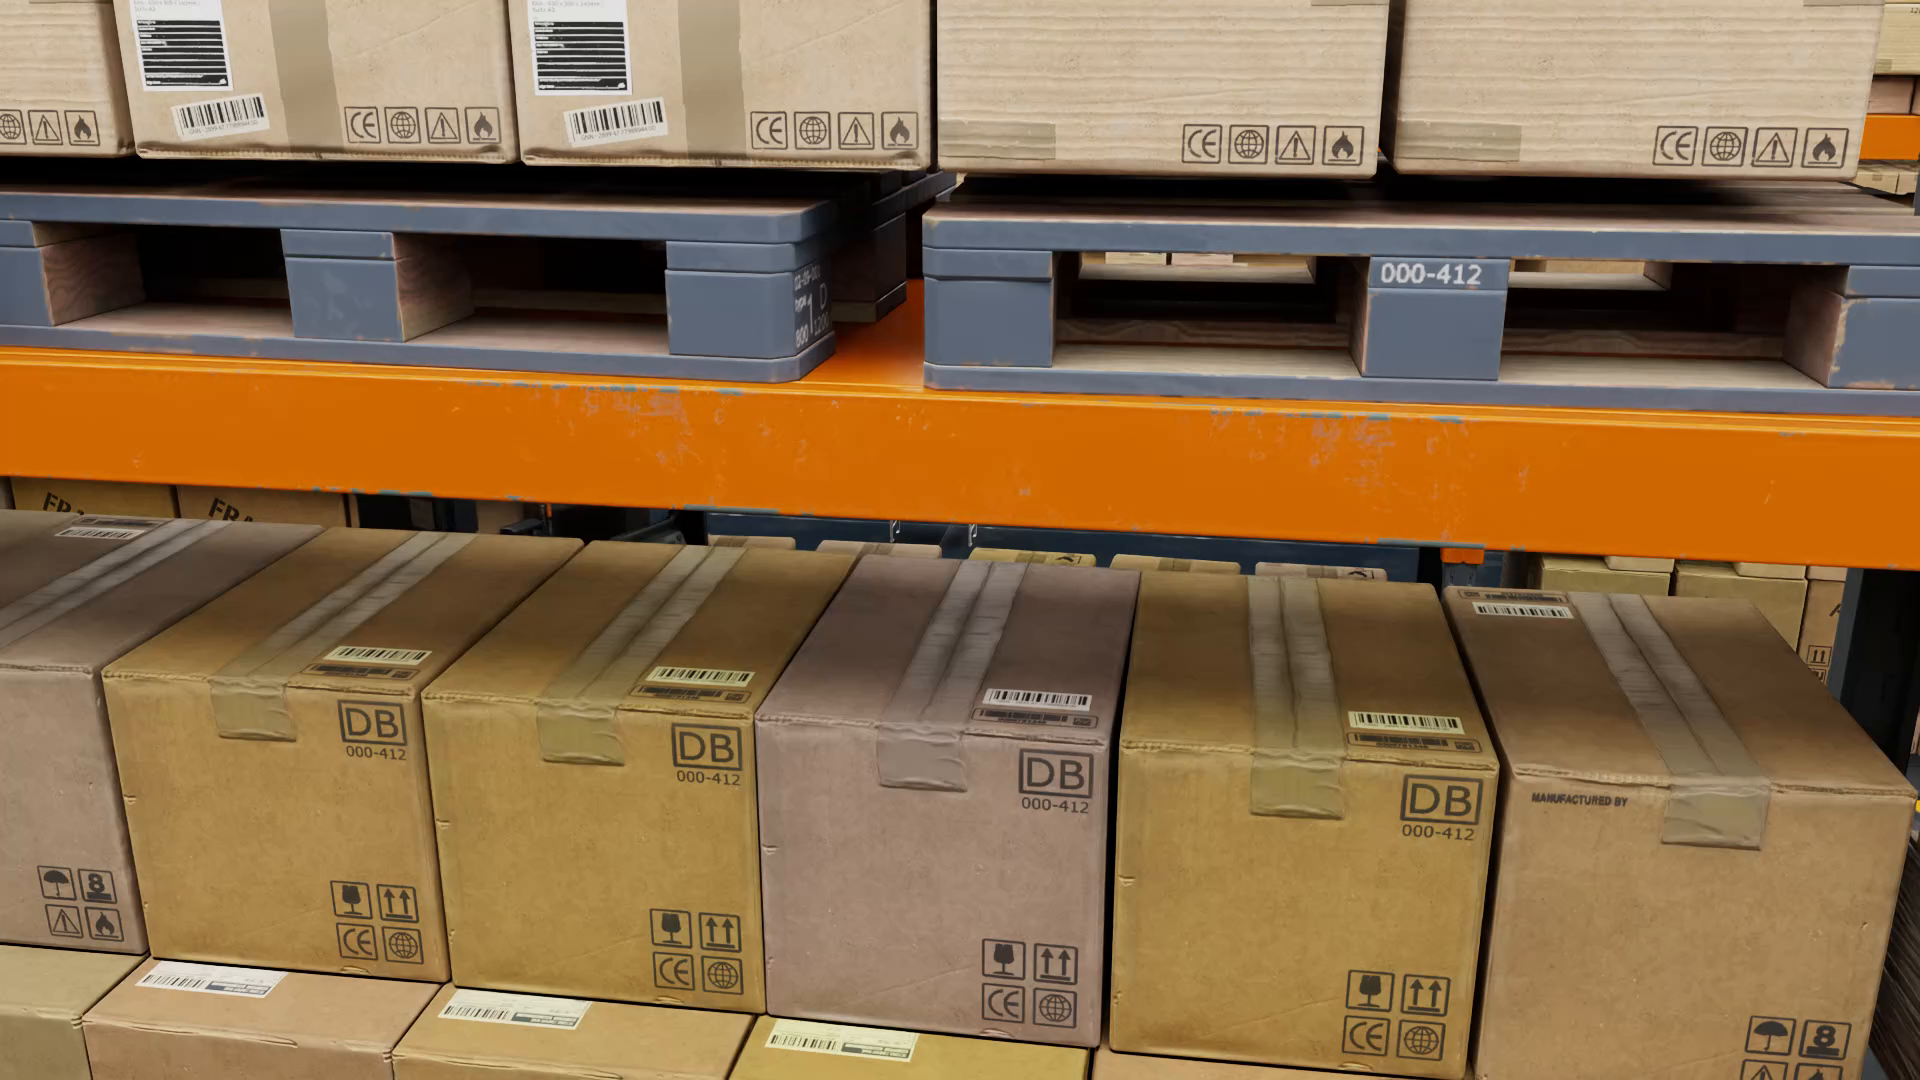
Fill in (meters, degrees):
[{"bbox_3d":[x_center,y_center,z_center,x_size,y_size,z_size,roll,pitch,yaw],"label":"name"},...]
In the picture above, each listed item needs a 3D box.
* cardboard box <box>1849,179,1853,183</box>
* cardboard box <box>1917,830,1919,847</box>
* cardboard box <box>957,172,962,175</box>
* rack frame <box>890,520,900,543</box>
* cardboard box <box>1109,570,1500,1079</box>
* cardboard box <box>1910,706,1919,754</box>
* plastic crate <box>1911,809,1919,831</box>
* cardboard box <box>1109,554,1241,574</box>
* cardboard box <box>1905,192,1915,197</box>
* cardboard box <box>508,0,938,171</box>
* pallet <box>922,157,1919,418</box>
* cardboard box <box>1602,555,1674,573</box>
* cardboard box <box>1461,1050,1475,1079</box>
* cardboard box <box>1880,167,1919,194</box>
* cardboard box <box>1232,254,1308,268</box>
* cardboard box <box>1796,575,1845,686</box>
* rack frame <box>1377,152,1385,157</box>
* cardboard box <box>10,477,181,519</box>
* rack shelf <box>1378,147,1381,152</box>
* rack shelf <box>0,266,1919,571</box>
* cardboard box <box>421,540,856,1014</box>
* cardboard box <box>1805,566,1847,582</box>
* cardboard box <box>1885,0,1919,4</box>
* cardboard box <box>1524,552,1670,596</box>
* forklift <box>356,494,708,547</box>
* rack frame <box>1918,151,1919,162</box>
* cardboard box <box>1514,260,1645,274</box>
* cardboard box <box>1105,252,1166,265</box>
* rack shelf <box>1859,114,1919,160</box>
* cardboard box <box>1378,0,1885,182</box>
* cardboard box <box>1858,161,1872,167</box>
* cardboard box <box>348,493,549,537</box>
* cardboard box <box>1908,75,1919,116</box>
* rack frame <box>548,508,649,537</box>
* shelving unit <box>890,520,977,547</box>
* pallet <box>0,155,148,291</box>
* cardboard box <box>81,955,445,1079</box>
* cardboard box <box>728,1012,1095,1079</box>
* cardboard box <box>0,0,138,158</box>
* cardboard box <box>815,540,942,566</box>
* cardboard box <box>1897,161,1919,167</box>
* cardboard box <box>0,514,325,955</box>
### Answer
[{"bbox_3d":[5.798,-2.423,11.169,0.250,0.149,0.380,3,19,9],"label":"cardboard box"},{"bbox_3d":[1.871,0.424,2.370,0.550,0.550,0.875,3,19,9],"label":"cardboard box"},{"bbox_3d":[-0.093,-2.726,12.544,0.250,0.149,0.380,3,19,9],"label":"cardboard box"},{"bbox_3d":[-0.404,-0.590,10.174,0.015,1.200,0.240,3,19,9],"label":"rack frame"},{"bbox_3d":[0.513,0.408,2.623,0.500,0.500,0.700,3,19,8],"label":"cardboard box"},{"bbox_3d":[3.790,0.690,7.184,0.500,0.250,0.500,3,19,8],"label":"cardboard box"},{"bbox_3d":[3.617,1.142,6.763,0.583,0.080,0.402,-3,19,-10],"label":"plastic crate"},{"bbox_3d":[0.969,0.408,7.835,0.625,0.372,0.950,4,19,12],"label":"cardboard box"},{"bbox_3d":[4.119,-1.086,6.621,0.500,0.500,0.700,3,19,8],"label":"cardboard box"},{"bbox_3d":[-0.254,-0.668,2.167,0.500,0.311,0.500,2,19,7],"label":"cardboard box"},{"bbox_3d":[0.599,-0.385,2.299,1.217,0.209,0.805,2,19,6],"label":"pallet"},{"bbox_3d":[2.851,0.003,7.034,0.250,0.149,0.380,3,19,9],"label":"cardboard box"},{"bbox_3d":[0.954,0.988,2.465,0.500,0.500,0.500,3,19,8],"label":"cardboard box"},{"bbox_3d":[6.295,-2.383,11.048,0.250,0.149,0.380,3,19,9],"label":"cardboard box"},{"bbox_3d":[1.215,-0.942,7.101,0.500,0.500,0.500,3,19,9],"label":"cardboard box"},{"bbox_3d":[3.779,0.335,7.063,0.500,0.500,0.500,4,19,12],"label":"cardboard box"},{"bbox_3d":[2.981,-2.133,11.951,0.127,3.000,1.000,3,19,9],"label":"rack frame"},{"bbox_3d":[-4.183,-0.123,8.630,0.875,0.875,0.875,3,19,10],"label":"cardboard box"},{"bbox_3d":[0.223,-1.760,7.242,4.000,0.370,1.077,3,19,9],"label":"rack shelf"},{"bbox_3d":[-0.463,-0.204,2.592,4.000,0.370,1.077,3,19,9],"label":"rack shelf"},{"bbox_3d":[-0.485,0.357,2.777,0.500,0.500,0.700,3,19,8],"label":"cardboard box"},{"bbox_3d":[3.625,0.041,6.921,0.250,0.149,0.380,4,19,12],"label":"cardboard box"},{"bbox_3d":[3.485,-2.103,6.273,0.250,0.149,0.380,2,19,7],"label":"cardboard box"},{"bbox_3d":[2.737,0.285,7.212,0.500,0.500,0.500,4,19,11],"label":"cardboard box"},{"bbox_3d":[-0.946,0.250,4.937,3.031,2.935,1.130,11,22,31],"label":"forklift"},{"bbox_3d":[1.512,-1.867,1.701,0.127,3.000,1.000,3,19,9],"label":"rack frame"},{"bbox_3d":[2.597,-1.151,6.812,0.500,0.500,0.700,3,19,8],"label":"cardboard box"},{"bbox_3d":[0.749,-1.263,7.039,0.250,0.149,0.380,2,19,6],"label":"cardboard box"},{"bbox_3d":[4.172,-1.559,6.641,4.000,0.370,1.077,3,19,9],"label":"rack shelf"},{"bbox_3d":[0.789,-0.605,2.075,0.500,0.250,0.500,3,19,9],"label":"cardboard box"},{"bbox_3d":[6.117,-2.544,11.532,0.250,0.149,0.380,3,19,10],"label":"cardboard box"},{"bbox_3d":[-2.421,-0.032,8.357,0.875,0.875,0.875,3,19,8],"label":"cardboard box"},{"bbox_3d":[3.725,-1.696,6.314,0.250,0.149,0.380,3,19,8],"label":"cardboard box"},{"bbox_3d":[-1.752,-0.779,7.905,0.127,3.000,1.000,3,19,9],"label":"rack frame"},{"bbox_3d":[-0.163,-0.577,10.138,0.503,1.200,0.258,3,19,9],"label":"shelving unit"},{"bbox_3d":[-1.793,-0.541,2.762,1.003,0.211,1.213,4,19,11],"label":"pallet"},{"bbox_3d":[-1.037,0.887,2.769,0.500,0.500,0.500,3,19,9],"label":"cardboard box"},{"bbox_3d":[-0.044,0.937,2.617,0.500,0.500,0.500,3,19,9],"label":"cardboard box"},{"bbox_3d":[-1.263,-0.691,2.330,0.500,0.250,0.500,3,19,10],"label":"cardboard box"},{"bbox_3d":[-0.466,0.334,8.057,0.625,0.372,0.950,3,19,8],"label":"cardboard box"},{"bbox_3d":[6.633,-2.512,11.434,0.250,0.149,0.380,3,19,8],"label":"cardboard box"},{"bbox_3d":[-1.496,0.306,2.929,0.500,0.500,0.700,3,19,8],"label":"cardboard box"}]
